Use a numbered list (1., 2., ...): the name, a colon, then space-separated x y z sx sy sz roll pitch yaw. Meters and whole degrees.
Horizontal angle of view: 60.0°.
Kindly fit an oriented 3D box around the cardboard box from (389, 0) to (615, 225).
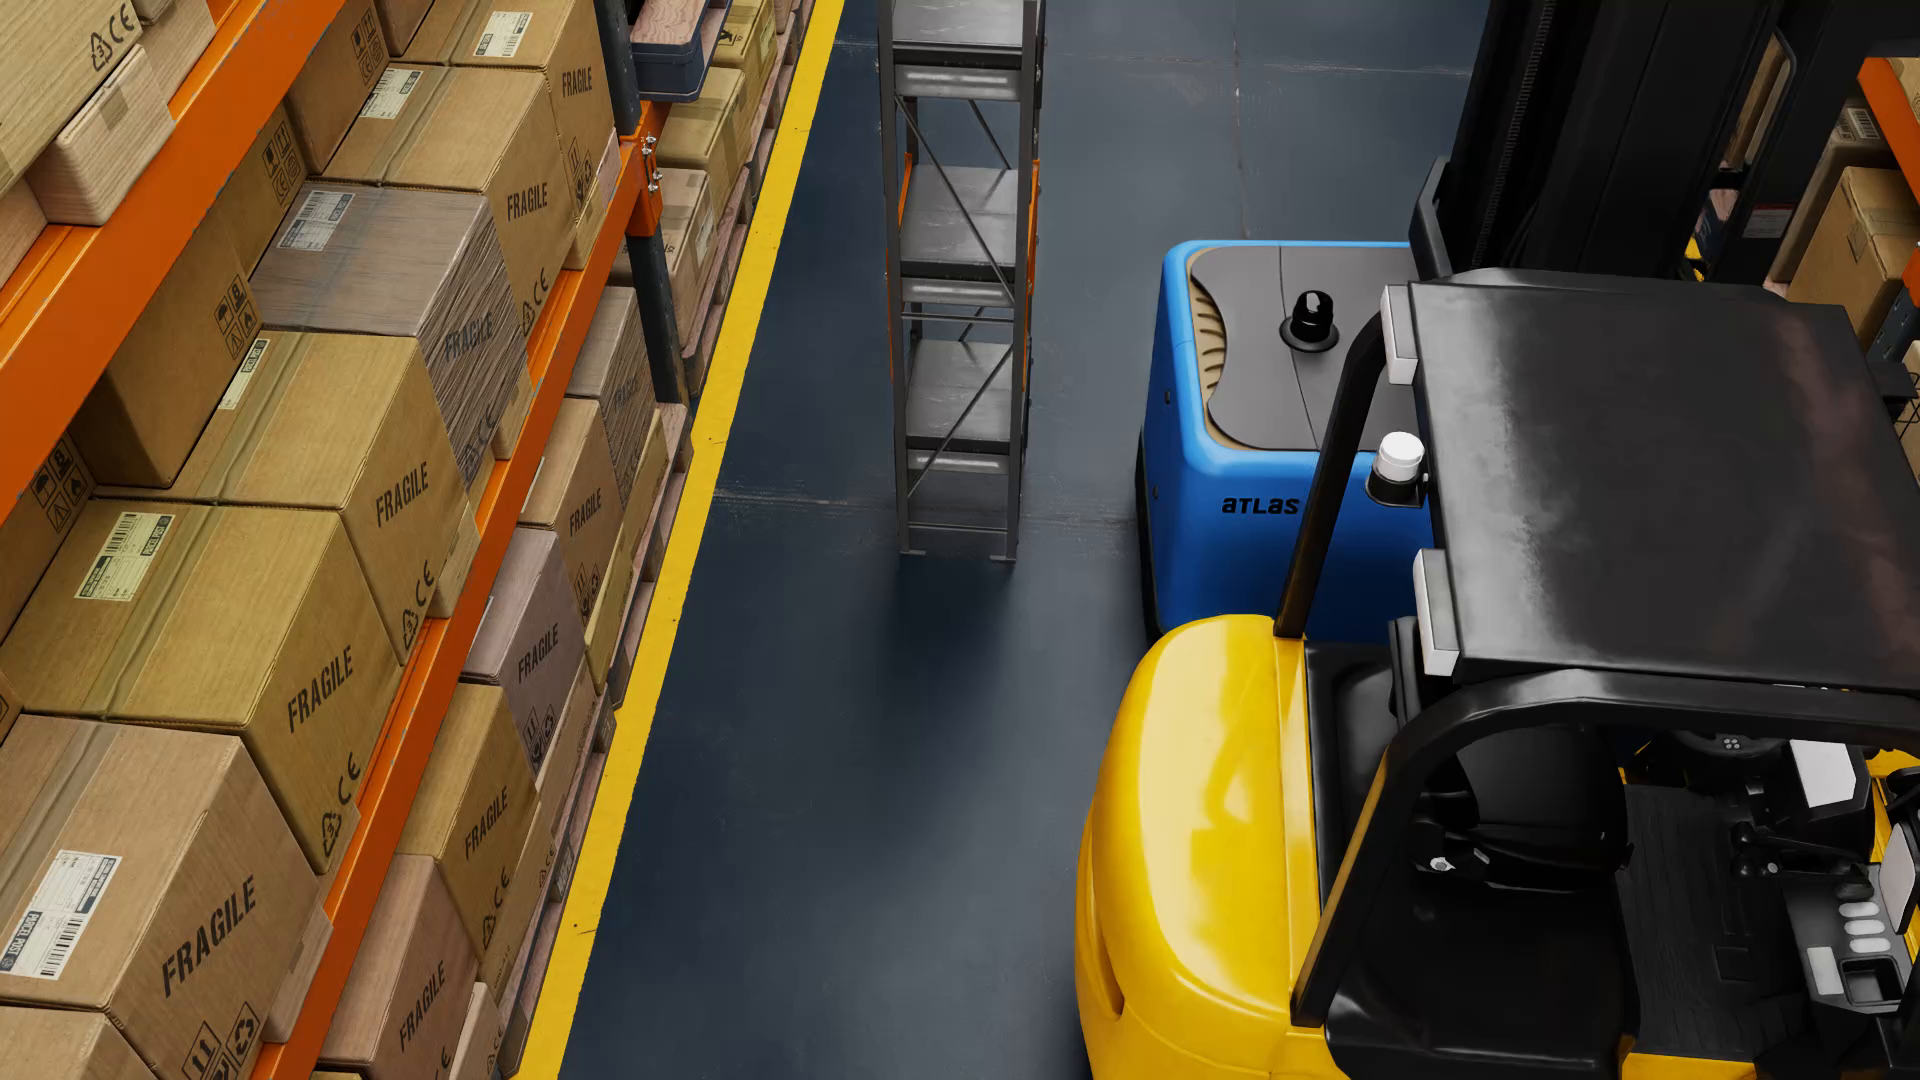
1. cardboard box: -1.283 -1.228 4.571 0.500 0.500 0.500 3 48 3

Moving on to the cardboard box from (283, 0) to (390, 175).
1. cardboard box: -1.815 -1.226 3.892 0.700 0.500 0.500 4 48 4

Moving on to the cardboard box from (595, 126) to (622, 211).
1. cardboard box: -1.216 -1.096 4.890 0.380 0.149 0.250 3 48 3

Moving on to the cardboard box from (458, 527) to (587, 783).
1. cardboard box: -1.367 0.298 4.516 0.500 0.500 0.500 6 48 6

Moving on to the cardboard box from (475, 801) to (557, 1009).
1. cardboard box: -1.415 0.938 4.438 0.500 0.250 0.500 7 48 6

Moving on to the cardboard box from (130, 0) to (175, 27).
1. cardboard box: -1.400 -1.037 2.533 0.500 0.250 0.500 5 48 4

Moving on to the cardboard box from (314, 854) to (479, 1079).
1. cardboard box: -1.461 1.059 3.819 0.500 0.500 0.500 2 48 2

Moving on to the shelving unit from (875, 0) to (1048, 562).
1. shelving unit: 0.015 -0.830 5.086 0.431 2.100 0.503 4 48 4

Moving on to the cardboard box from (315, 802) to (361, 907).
1. cardboard box: -1.445 0.600 3.339 0.380 0.149 0.250 5 48 5

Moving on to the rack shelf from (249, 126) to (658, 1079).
1. rack shelf: -1.673 0.275 3.953 1.077 0.370 4.000 4 48 4

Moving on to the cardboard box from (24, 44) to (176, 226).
1. cardboard box: -1.388 -0.597 2.401 0.380 0.149 0.250 4 48 4

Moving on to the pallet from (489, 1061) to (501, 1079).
1. pallet: -1.739 1.793 3.967 1.003 0.211 1.213 4 48 4

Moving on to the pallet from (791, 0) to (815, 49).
1. pallet: -1.199 -2.861 8.224 1.003 0.211 1.213 4 48 4

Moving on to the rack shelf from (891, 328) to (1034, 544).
1. rack shelf: 0.015 -0.349 5.613 0.431 0.518 0.480 4 48 4

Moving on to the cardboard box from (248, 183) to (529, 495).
1. cardboard box: -1.366 -0.468 3.876 0.500 0.500 0.500 5 48 5

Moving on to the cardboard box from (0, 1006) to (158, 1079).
1. cardboard box: -1.536 1.039 2.498 0.500 0.500 0.500 3 48 3

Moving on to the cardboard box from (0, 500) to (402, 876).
1. cardboard box: -1.447 0.283 3.189 0.500 0.500 0.500 3 48 3

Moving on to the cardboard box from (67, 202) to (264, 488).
1. cardboard box: -1.845 -0.470 3.200 0.700 0.500 0.500 4 48 3

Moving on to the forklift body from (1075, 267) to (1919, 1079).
1. forklift body: 1.444 0.604 3.740 2.313 2.155 1.214 4 48 4

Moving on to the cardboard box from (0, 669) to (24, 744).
1. cardboard box: -1.972 0.269 2.524 0.700 0.500 0.500 4 48 4

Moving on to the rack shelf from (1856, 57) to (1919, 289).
1. rack shelf: 3.635 -2.333 6.339 1.077 0.370 4.000 4 48 4

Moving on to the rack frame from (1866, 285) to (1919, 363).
1. rack frame: 3.453 -1.106 4.729 1.000 3.000 0.127 4 48 4

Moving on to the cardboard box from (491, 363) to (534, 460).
1. cardboard box: -1.306 -0.349 4.207 0.380 0.149 0.250 3 48 3

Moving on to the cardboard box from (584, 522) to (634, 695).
1. cardboard box: -1.315 0.194 5.119 0.500 0.250 0.500 3 48 2

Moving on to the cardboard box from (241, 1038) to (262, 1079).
1. cardboard box: -1.504 0.975 2.995 0.380 0.149 0.250 2 48 2

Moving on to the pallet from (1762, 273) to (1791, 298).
1. pallet: 3.481 -0.709 6.255 1.003 0.211 1.213 4 48 4

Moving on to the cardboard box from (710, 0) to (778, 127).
1. cardboard box: -1.321 -2.117 7.150 0.950 0.372 0.625 5 48 5

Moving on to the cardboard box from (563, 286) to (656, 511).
1. cardboard box: -1.277 -0.451 5.200 0.500 0.500 0.500 3 48 3

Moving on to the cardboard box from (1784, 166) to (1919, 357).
1. cardboard box: 3.489 -0.831 5.802 0.875 0.625 0.625 6 48 5

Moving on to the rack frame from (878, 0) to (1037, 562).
1. rack frame: -0.007 -0.651 4.922 0.400 2.100 0.015 4 48 4

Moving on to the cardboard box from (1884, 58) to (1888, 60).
1. cardboard box: 3.279 -1.813 5.477 0.500 0.250 0.500 4 48 3

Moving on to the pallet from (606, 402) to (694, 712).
1. pallet: -1.517 0.000 5.607 1.003 0.211 1.213 4 48 4

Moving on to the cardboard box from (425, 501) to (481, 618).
1. cardboard box: -1.346 0.029 3.861 0.380 0.149 0.250 4 48 4

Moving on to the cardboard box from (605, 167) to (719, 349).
1. cardboard box: -1.445 -1.078 6.199 0.950 0.372 0.625 4 48 4

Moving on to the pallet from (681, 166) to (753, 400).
1. pallet: -1.421 -1.068 6.584 1.003 0.211 1.213 4 48 4

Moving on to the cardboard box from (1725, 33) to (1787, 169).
1. cardboard box: 3.634 -1.953 6.828 0.875 0.625 0.625 2 48 2

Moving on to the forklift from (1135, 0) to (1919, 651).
1. forklift: 2.123 -0.825 4.518 3.031 2.935 1.130 1 48 1
